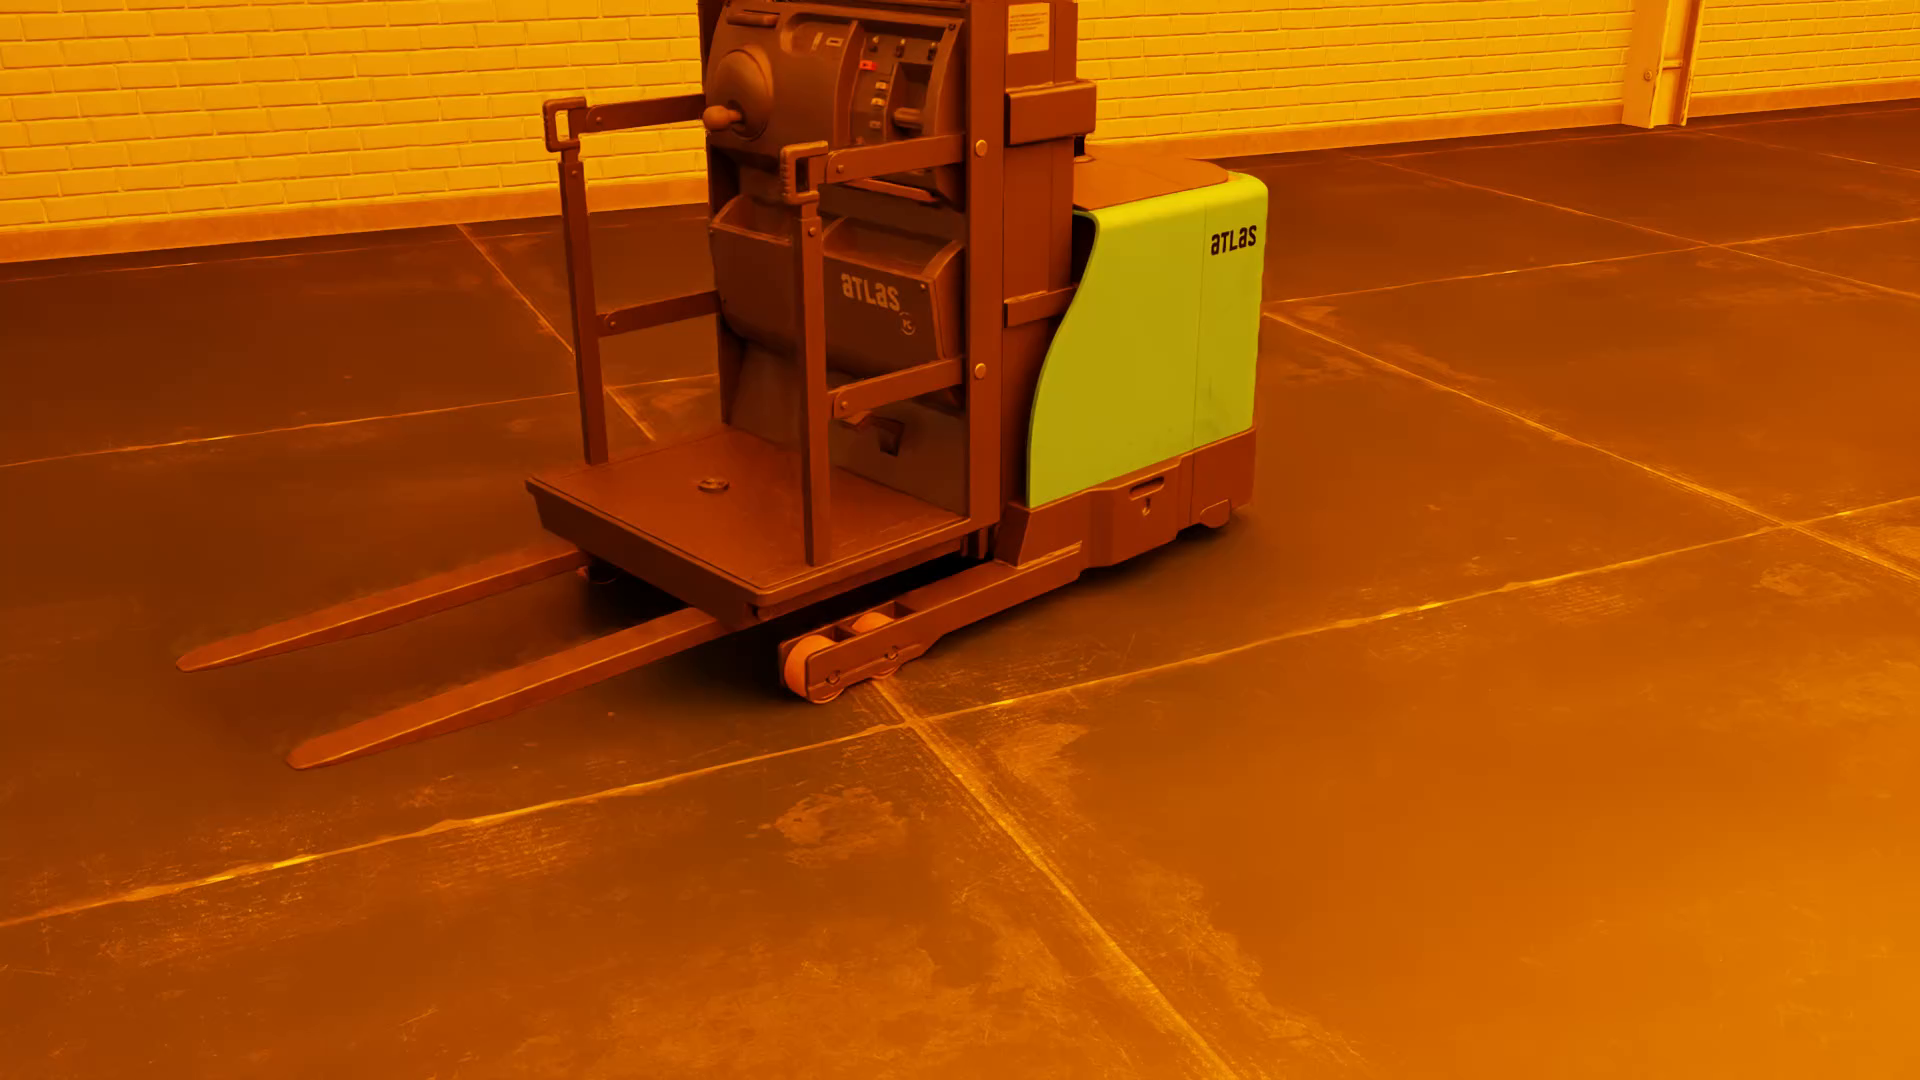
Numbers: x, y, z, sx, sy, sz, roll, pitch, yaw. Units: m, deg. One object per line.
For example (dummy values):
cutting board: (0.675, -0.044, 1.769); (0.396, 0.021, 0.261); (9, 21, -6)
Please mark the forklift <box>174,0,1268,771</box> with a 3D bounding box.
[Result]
forklift: (-0.492, -1.172, 4.107); (3.031, 2.935, 1.130); (-20, 30, -40)
